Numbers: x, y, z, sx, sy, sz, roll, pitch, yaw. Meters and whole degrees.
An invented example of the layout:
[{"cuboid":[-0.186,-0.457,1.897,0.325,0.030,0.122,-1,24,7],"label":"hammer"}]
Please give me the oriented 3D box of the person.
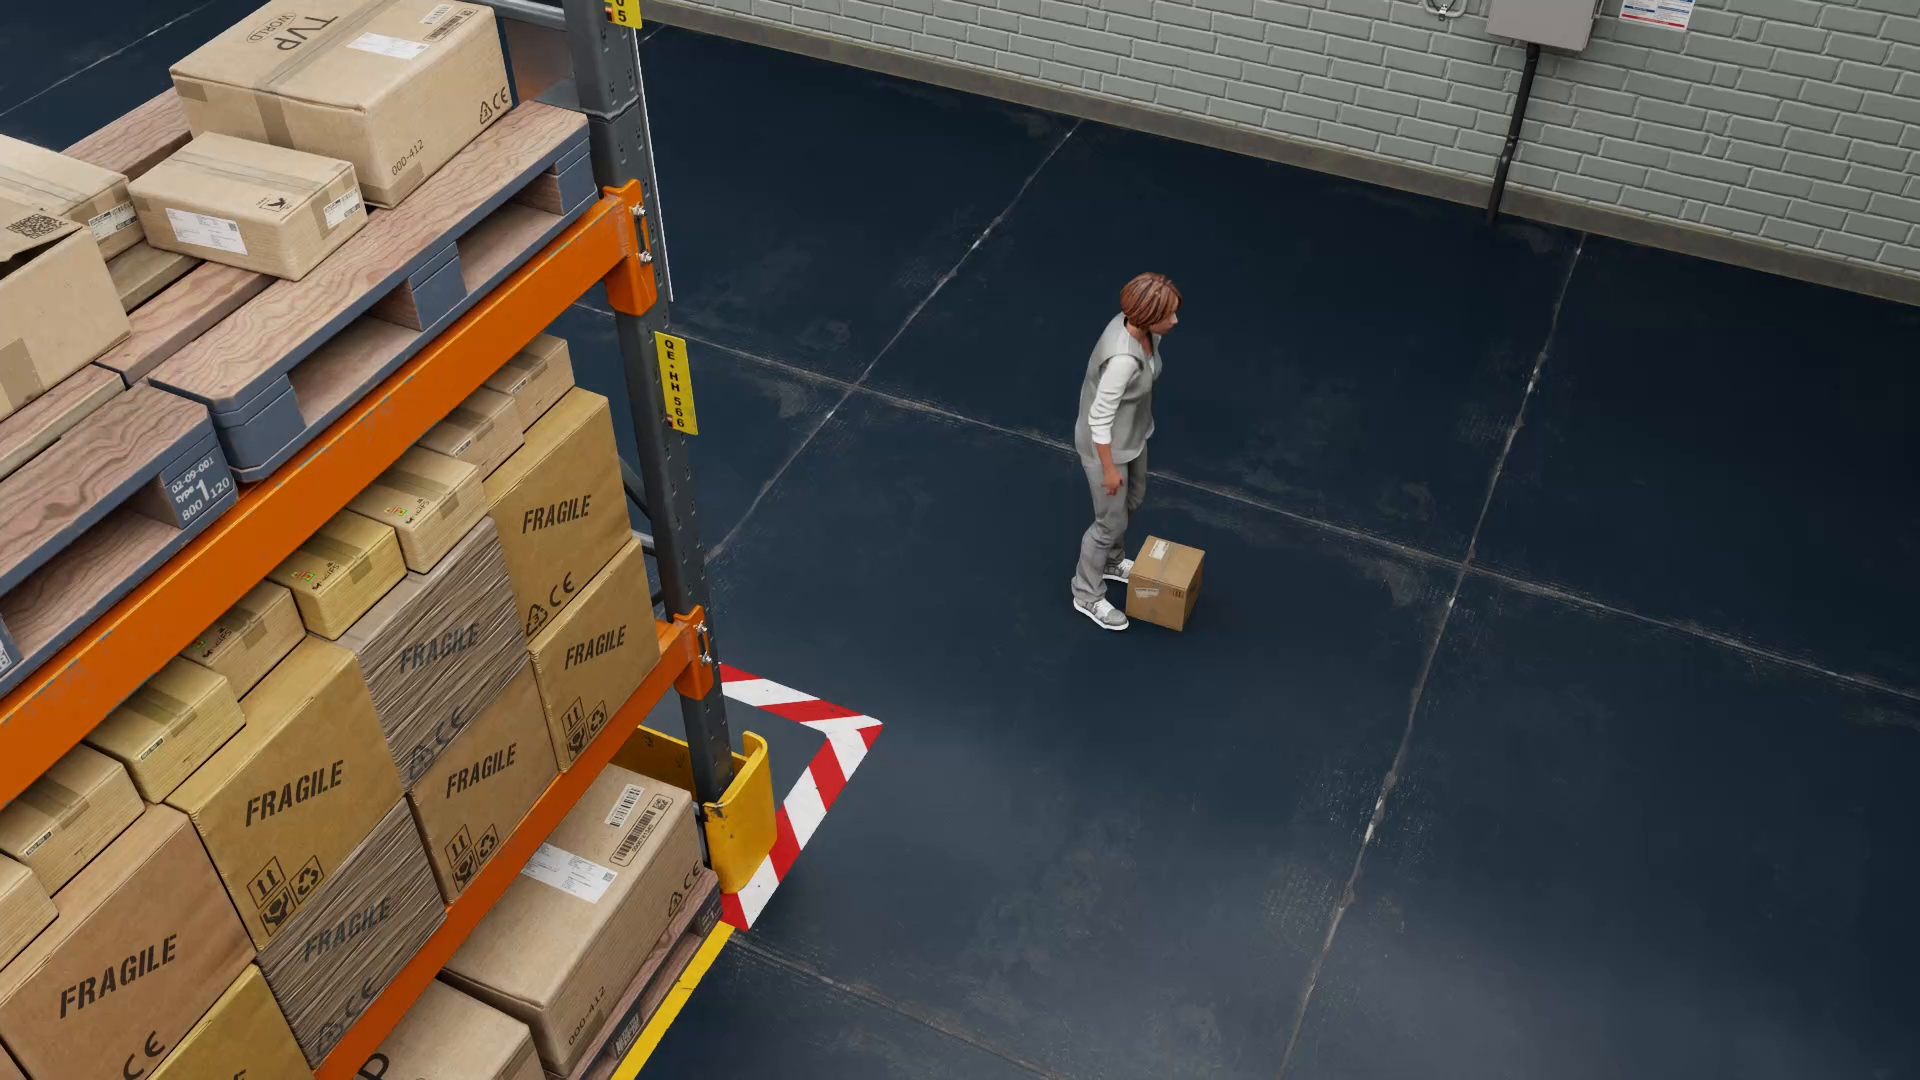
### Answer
[{"cuboid":[0.637,-0.377,6.578,0.350,1.593,0.473,17,45,17],"label":"person"}]
